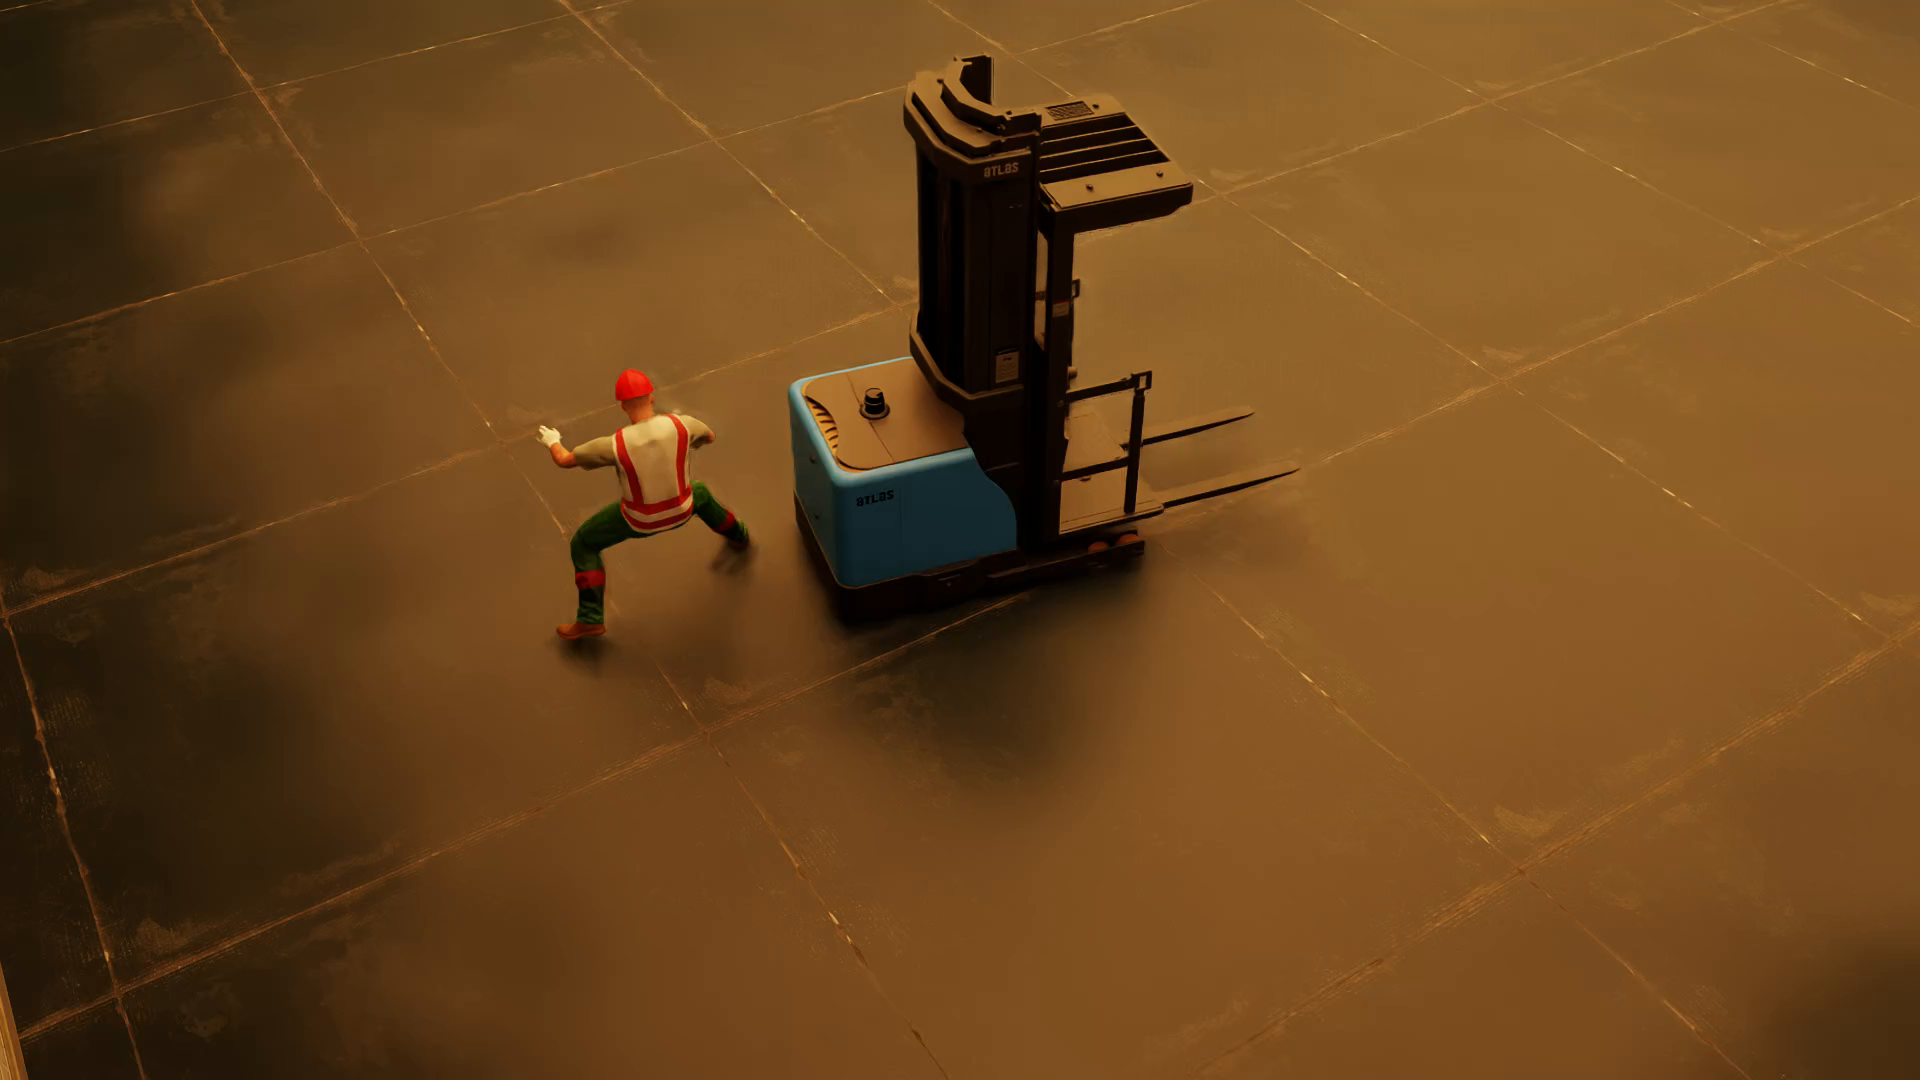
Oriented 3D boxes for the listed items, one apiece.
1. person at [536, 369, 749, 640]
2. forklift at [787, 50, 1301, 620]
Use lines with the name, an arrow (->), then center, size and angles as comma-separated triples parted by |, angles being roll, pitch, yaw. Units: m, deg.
person -> -1.794, -0.317, 9.277 | 1.283, 1.552, 0.755 | -18, 44, -20
forklift -> 0.572, -1.245, 9.295 | 3.031, 2.935, 1.130 | -14, 43, -15
